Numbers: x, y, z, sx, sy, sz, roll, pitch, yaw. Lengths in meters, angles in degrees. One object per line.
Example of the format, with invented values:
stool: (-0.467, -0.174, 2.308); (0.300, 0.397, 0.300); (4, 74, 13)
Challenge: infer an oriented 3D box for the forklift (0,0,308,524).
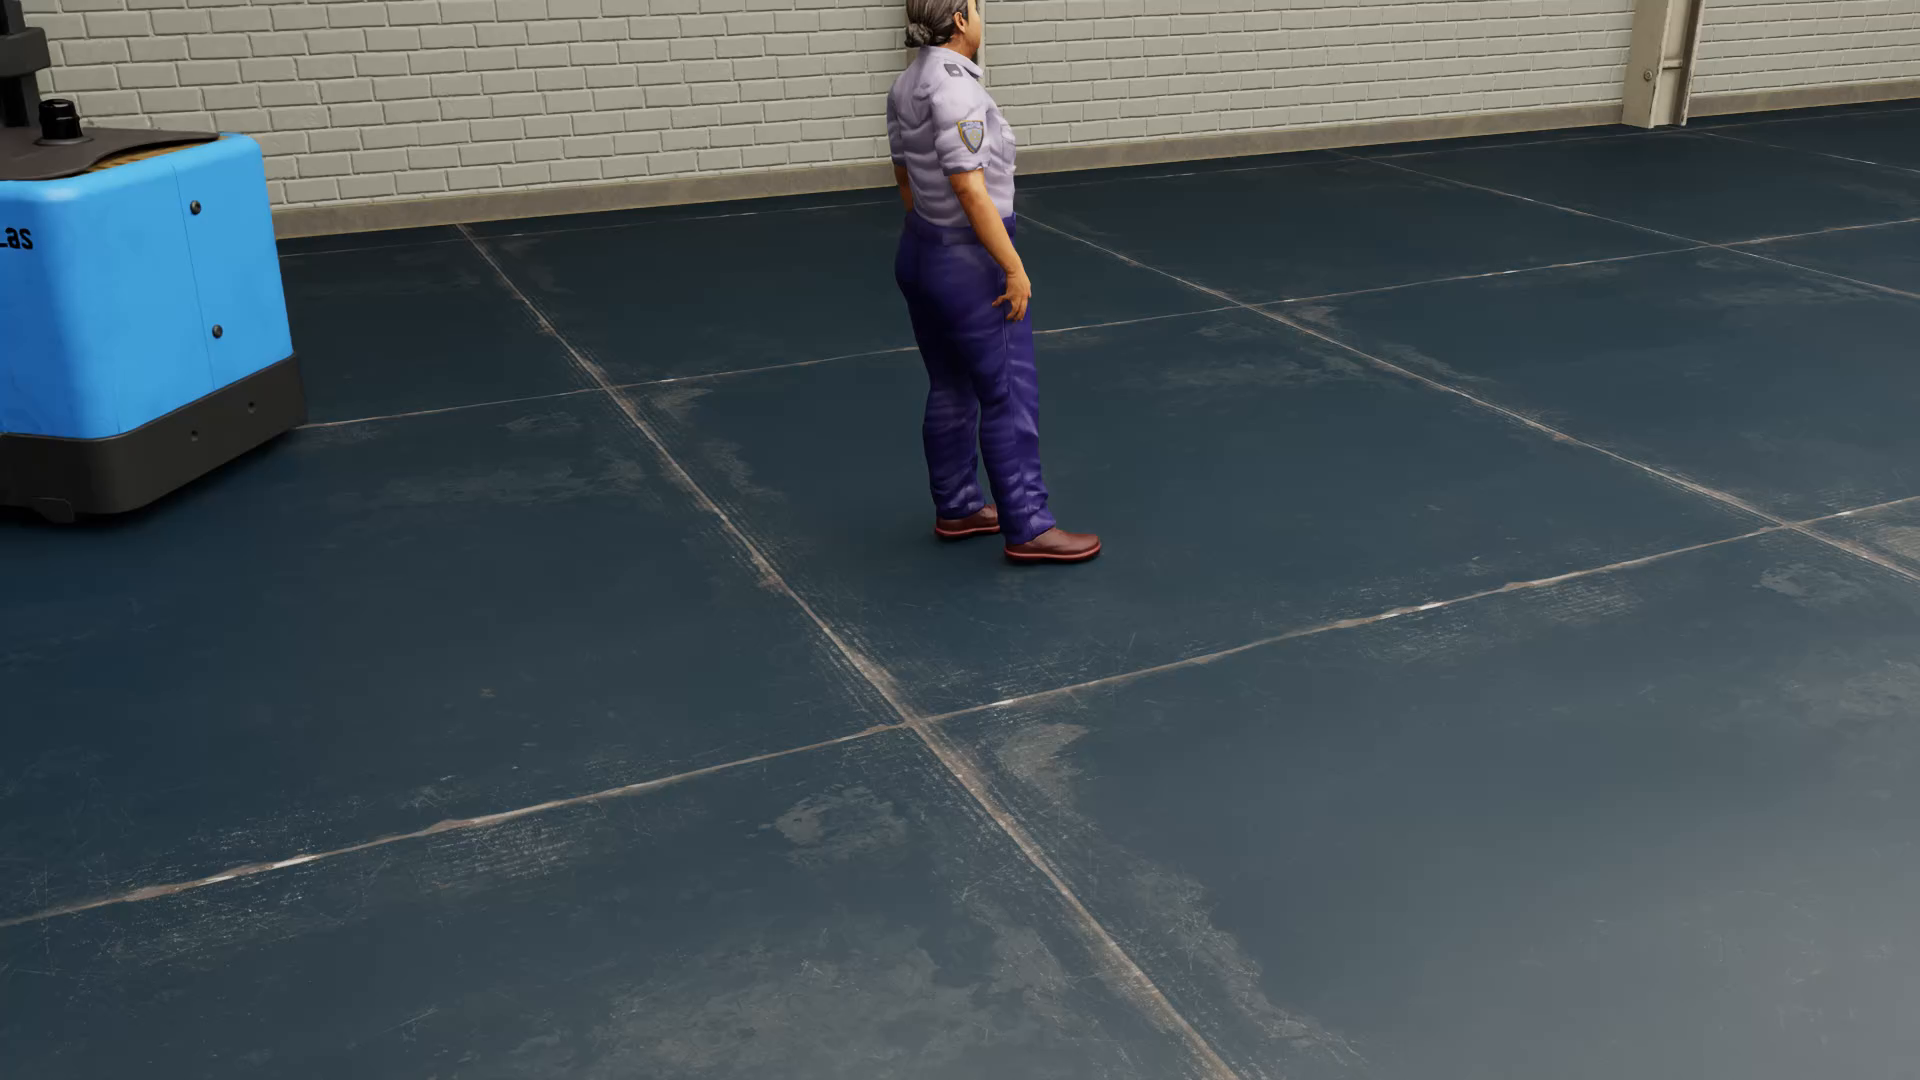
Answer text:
forklift: (-3.914, -1.684, 5.341); (3.031, 2.935, 1.130); (5, 23, 12)

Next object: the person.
person: (0.091, -0.775, 4.803); (0.503, 1.651, 0.598); (-10, 25, -23)
